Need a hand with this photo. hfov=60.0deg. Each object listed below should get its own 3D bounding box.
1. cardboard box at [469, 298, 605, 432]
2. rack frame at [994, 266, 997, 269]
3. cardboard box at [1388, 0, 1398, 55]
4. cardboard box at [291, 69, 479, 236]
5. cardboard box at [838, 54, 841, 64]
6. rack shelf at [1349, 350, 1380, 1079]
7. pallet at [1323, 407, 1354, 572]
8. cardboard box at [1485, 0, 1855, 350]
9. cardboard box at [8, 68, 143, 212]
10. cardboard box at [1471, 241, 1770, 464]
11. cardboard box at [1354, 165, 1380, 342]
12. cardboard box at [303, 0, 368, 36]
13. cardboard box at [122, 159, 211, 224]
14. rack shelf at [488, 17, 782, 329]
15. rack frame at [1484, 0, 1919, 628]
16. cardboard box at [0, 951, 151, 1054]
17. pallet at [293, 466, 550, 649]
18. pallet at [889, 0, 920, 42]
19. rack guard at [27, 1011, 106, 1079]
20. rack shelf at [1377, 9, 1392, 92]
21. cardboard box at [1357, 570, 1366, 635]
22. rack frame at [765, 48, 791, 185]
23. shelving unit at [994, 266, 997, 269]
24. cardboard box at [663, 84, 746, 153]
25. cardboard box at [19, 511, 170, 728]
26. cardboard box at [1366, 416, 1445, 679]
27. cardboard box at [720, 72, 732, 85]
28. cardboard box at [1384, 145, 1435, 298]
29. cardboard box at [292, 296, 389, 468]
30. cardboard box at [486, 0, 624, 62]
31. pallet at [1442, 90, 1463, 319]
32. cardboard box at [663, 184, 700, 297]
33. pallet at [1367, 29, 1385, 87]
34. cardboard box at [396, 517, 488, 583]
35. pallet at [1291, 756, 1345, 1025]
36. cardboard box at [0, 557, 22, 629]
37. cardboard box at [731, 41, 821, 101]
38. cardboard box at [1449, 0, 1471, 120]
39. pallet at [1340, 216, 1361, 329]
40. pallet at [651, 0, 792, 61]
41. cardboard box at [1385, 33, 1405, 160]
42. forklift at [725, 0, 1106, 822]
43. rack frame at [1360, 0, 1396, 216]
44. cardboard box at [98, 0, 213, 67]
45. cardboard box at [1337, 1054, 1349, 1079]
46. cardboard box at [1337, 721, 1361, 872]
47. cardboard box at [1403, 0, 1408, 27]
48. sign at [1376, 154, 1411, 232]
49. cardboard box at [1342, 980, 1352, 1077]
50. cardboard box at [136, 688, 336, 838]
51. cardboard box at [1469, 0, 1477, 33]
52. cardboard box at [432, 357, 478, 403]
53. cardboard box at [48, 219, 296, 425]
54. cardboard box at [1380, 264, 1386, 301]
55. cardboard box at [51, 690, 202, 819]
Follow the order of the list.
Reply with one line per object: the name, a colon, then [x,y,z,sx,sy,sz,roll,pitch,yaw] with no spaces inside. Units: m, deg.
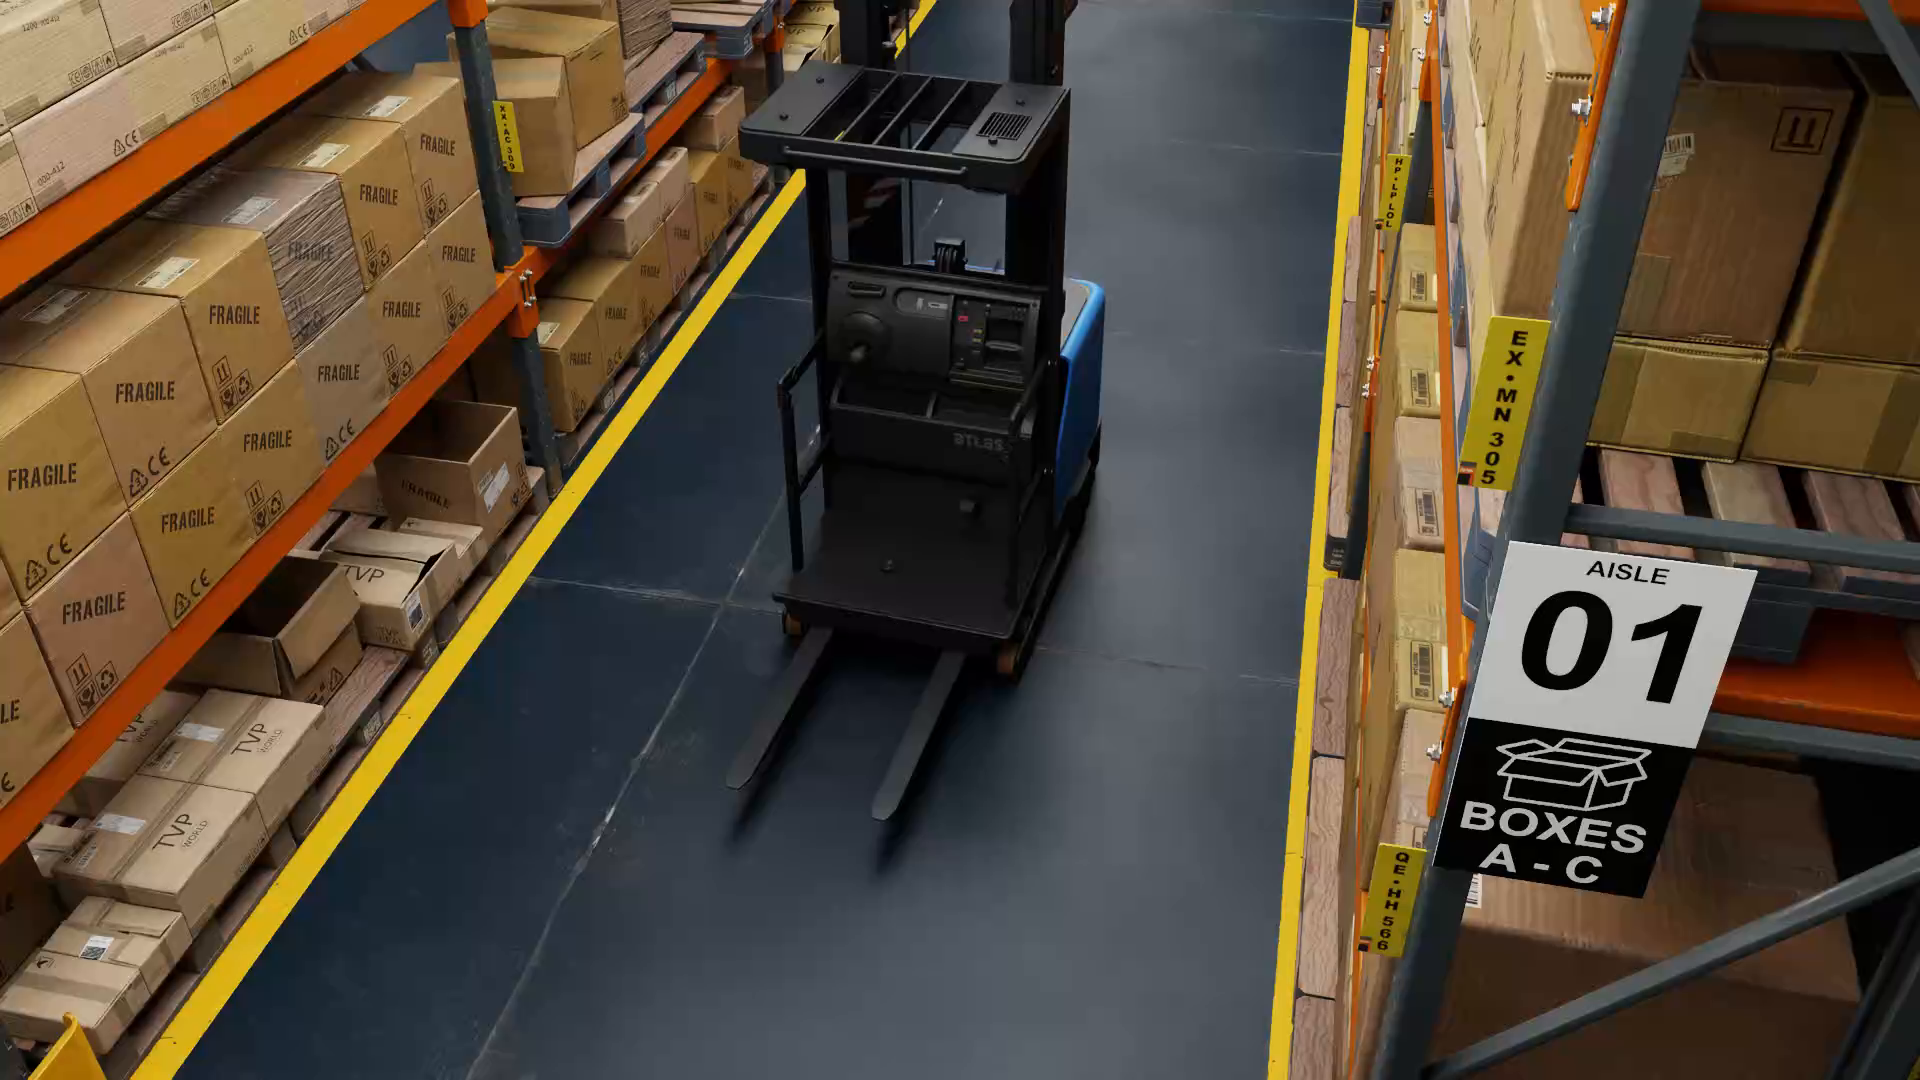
cardboard box: [-2.216,-0.930,8.732,0.500,0.500,0.500,6,36,8]
rack frame: [0.267,-0.931,8.641,0.200,1.050,0.008,10,37,13]
cardboard box: [2.783,-3.114,9.635,0.500,0.500,0.500,8,37,11]
cardboard box: [-2.412,-1.640,7.020,0.500,0.500,0.500,7,37,10]
cardboard box: [-1.093,-3.717,12.808,0.500,0.250,0.500,6,36,9]
rack shelf: [1.856,0.540,5.562,1.077,0.370,4.000,7,37,10]
pallet: [2.374,-0.221,8.375,1.003,0.211,1.213,7,37,10]
cardboard box: [1.318,-0.727,3.186,0.500,0.500,0.500,7,37,10]
cardboard box: [-2.829,-1.212,4.938,0.500,0.250,0.500,7,37,10]
cardboard box: [1.326,-0.422,3.406,0.500,0.250,0.500,8,37,11]
cardboard box: [2.659,-1.584,9.354,0.750,0.750,0.750,7,37,10]
cardboard box: [-2.519,-2.073,6.127,0.500,0.250,0.500,7,37,10]
cardboard box: [-3.153,-1.137,6.326,0.500,0.500,0.500,6,36,9]
rack shelf: [-2.130,-2.372,9.580,1.077,0.370,4.000,7,37,10]
rack frame: [1.428,-1.034,2.009,1.000,3.000,0.127,7,37,10]
cardboard box: [-2.987,1.555,5.602,0.380,0.149,0.250,7,37,10]
pallet: [-2.705,0.006,8.062,1.003,0.211,1.213,7,37,10]
pallet: [-0.968,-4.547,14.344,1.003,0.211,1.213,7,37,10]
rack guard: [-3.396,1.745,5.417,1.175,0.500,0.348,7,37,10]
rack shelf: [3.564,-4.047,11.890,1.077,0.370,4.000,7,37,10]
cardboard box: [1.771,0.271,6.540,0.380,0.149,0.250,8,37,12]
rack frame: [-1.703,-3.810,10.951,1.000,3.000,0.127,7,37,10]
shelving unit: [0.301,-1.000,8.735,0.215,1.050,0.252,10,37,13]
cardboard box: [-1.681,-2.681,10.510,0.500,0.250,0.500,9,37,12]
cardboard box: [-2.954,0.218,5.308,0.500,0.500,0.500,7,37,10]
cardboard box: [1.844,0.125,5.265,0.980,0.700,0.700,6,36,8]
cardboard box: [-1.832,-3.425,11.927,0.500,0.311,0.500,8,37,11]
cardboard box: [2.135,-1.364,7.220,0.500,0.500,0.500,7,36,9]
cardboard box: [-2.630,-0.648,6.503,0.500,0.500,0.500,8,37,11]
cardboard box: [-2.240,-2.748,9.043,0.700,0.500,0.500,-1,36,-2]
pallet: [1.835,-0.912,4.472,1.003,0.211,1.213,7,37,10]
cardboard box: [-1.890,-1.812,9.950,0.500,0.500,0.500,6,36,8]
pallet: [3.827,-3.909,13.464,1.003,0.211,1.213,7,37,10]
cardboard box: [-2.423,0.044,7.688,0.380,0.149,0.250,7,37,10]
pallet: [1.785,1.359,6.196,1.003,0.211,1.213,7,37,10]
cardboard box: [-3.059,0.110,4.606,0.500,0.500,0.500,8,37,11]
cardboard box: [-1.304,-3.357,11.834,0.500,0.311,0.500,9,37,12]
cardboard box: [1.652,-1.314,4.636,0.500,0.250,0.500,6,36,9]
pallet: [2.895,-1.620,10.305,1.003,0.211,1.213,7,37,10]
pallet: [-1.779,-3.335,10.459,1.213,0.211,1.003,7,37,10]
cardboard box: [2.452,-2.231,8.417,0.500,0.500,0.500,8,37,11]
forklift: [-0.177,-0.835,6.905,1.130,2.935,3.031,10,37,13]
rack frame: [3.137,-3.191,10.097,1.000,3.000,0.127,7,37,10]
cardboard box: [-2.723,-1.701,5.187,0.500,0.250,0.500,7,37,10]
cardboard box: [1.480,1.823,4.951,0.700,0.500,0.500,7,37,10]
cardboard box: [1.801,0.941,6.167,0.700,0.500,0.500,8,37,11]
cardboard box: [2.571,-2.841,8.619,0.500,0.250,0.500,8,37,10]
sign: [1.751,-1.397,6.703,0.100,0.325,0.005,7,37,10]
cardboard box: [1.330,1.464,4.893,0.380,0.149,0.250,7,37,9]
cardboard box: [-2.805,0.862,6.473,0.500,0.250,0.500,7,37,10]
cardboard box: [1.653,-1.613,4.410,0.500,0.500,0.500,8,37,10]
cardboard box: [-2.732,-1.002,8.831,0.500,0.500,0.500,7,37,10]
cardboard box: [-2.736,-0.769,5.817,0.500,0.500,0.500,7,37,10]
cardboard box: [2.109,-1.182,7.521,0.380,0.149,0.250,8,37,11]
cardboard box: [-3.304,0.828,6.520,0.500,0.250,0.500,7,37,10]
